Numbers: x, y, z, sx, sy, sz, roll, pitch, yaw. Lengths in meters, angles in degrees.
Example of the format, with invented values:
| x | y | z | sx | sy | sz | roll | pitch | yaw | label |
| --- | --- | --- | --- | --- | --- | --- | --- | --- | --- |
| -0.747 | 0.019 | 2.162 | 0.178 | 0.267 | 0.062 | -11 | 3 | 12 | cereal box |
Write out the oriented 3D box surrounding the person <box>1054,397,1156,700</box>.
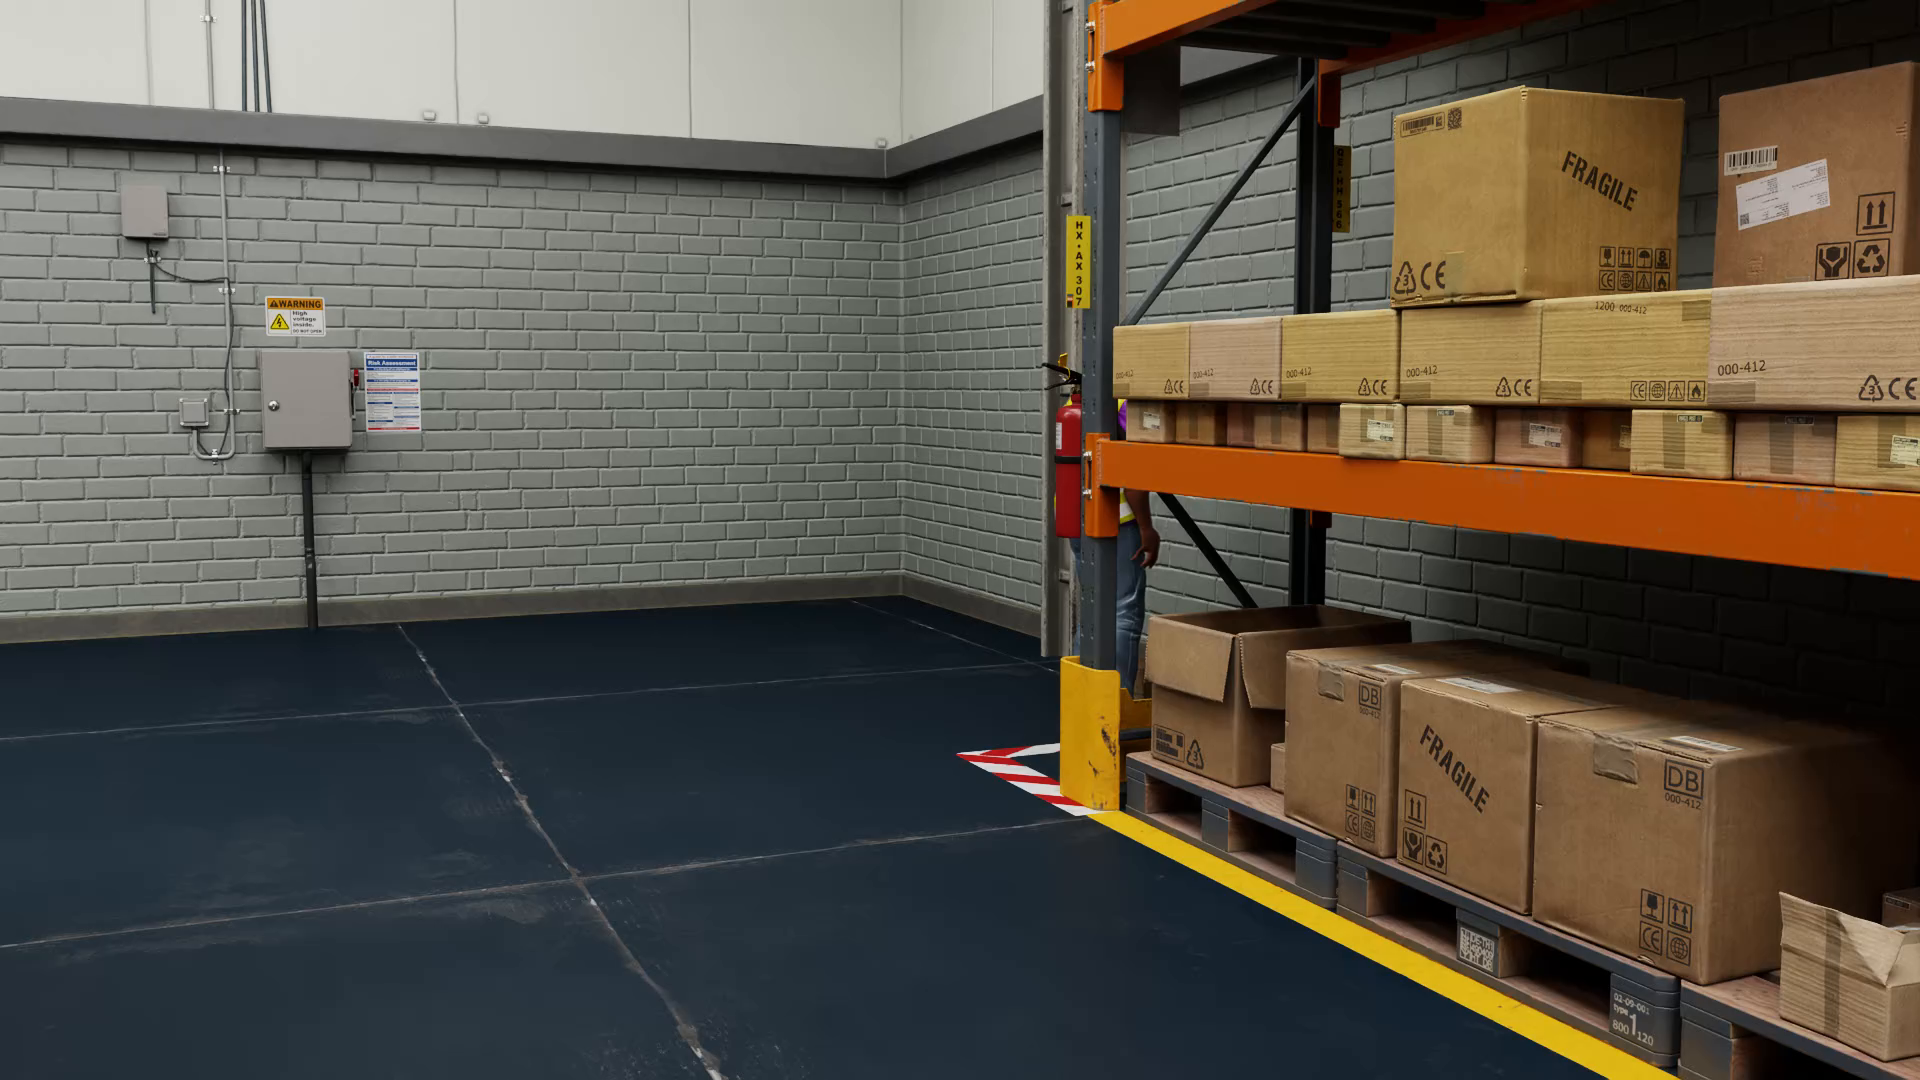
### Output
| x | y | z | sx | sy | sz | roll | pitch | yaw | label |
| --- | --- | --- | --- | --- | --- | --- | --- | --- | --- |
| 0.670 | -0.063 | 7.341 | 0.461 | 1.760 | 0.625 | -2 | 6 | -24 | person |
